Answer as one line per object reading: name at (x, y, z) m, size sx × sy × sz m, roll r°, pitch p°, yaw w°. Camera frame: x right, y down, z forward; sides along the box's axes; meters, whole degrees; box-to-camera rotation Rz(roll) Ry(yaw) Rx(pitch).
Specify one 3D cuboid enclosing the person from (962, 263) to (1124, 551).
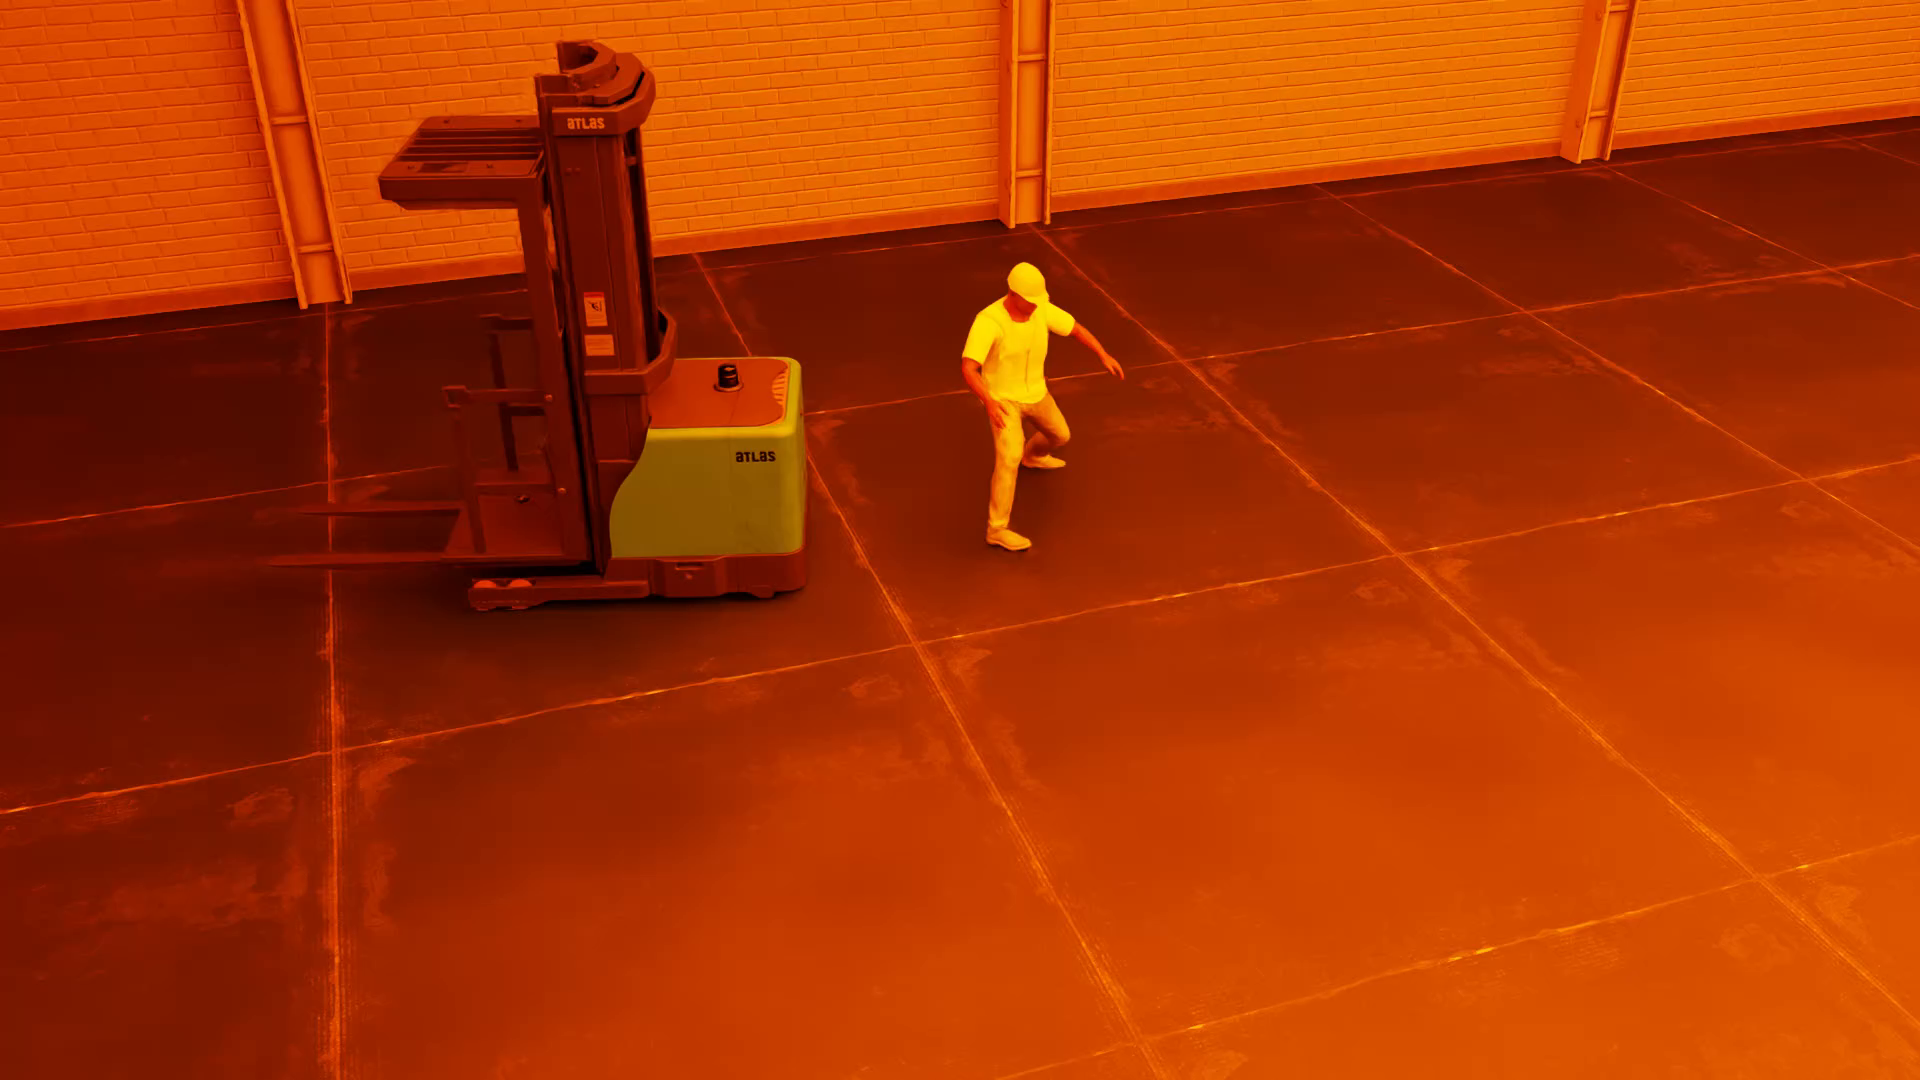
person at (0.453, -0.889, 10.023) m, size 1.055 × 1.604 × 0.969 m, roll -20°, pitch 35°, yaw -31°

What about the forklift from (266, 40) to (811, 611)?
forklift at (-2.409, -1.146, 9.079) m, size 3.031 × 2.935 × 1.130 m, roll -1°, pitch 30°, yaw -2°
